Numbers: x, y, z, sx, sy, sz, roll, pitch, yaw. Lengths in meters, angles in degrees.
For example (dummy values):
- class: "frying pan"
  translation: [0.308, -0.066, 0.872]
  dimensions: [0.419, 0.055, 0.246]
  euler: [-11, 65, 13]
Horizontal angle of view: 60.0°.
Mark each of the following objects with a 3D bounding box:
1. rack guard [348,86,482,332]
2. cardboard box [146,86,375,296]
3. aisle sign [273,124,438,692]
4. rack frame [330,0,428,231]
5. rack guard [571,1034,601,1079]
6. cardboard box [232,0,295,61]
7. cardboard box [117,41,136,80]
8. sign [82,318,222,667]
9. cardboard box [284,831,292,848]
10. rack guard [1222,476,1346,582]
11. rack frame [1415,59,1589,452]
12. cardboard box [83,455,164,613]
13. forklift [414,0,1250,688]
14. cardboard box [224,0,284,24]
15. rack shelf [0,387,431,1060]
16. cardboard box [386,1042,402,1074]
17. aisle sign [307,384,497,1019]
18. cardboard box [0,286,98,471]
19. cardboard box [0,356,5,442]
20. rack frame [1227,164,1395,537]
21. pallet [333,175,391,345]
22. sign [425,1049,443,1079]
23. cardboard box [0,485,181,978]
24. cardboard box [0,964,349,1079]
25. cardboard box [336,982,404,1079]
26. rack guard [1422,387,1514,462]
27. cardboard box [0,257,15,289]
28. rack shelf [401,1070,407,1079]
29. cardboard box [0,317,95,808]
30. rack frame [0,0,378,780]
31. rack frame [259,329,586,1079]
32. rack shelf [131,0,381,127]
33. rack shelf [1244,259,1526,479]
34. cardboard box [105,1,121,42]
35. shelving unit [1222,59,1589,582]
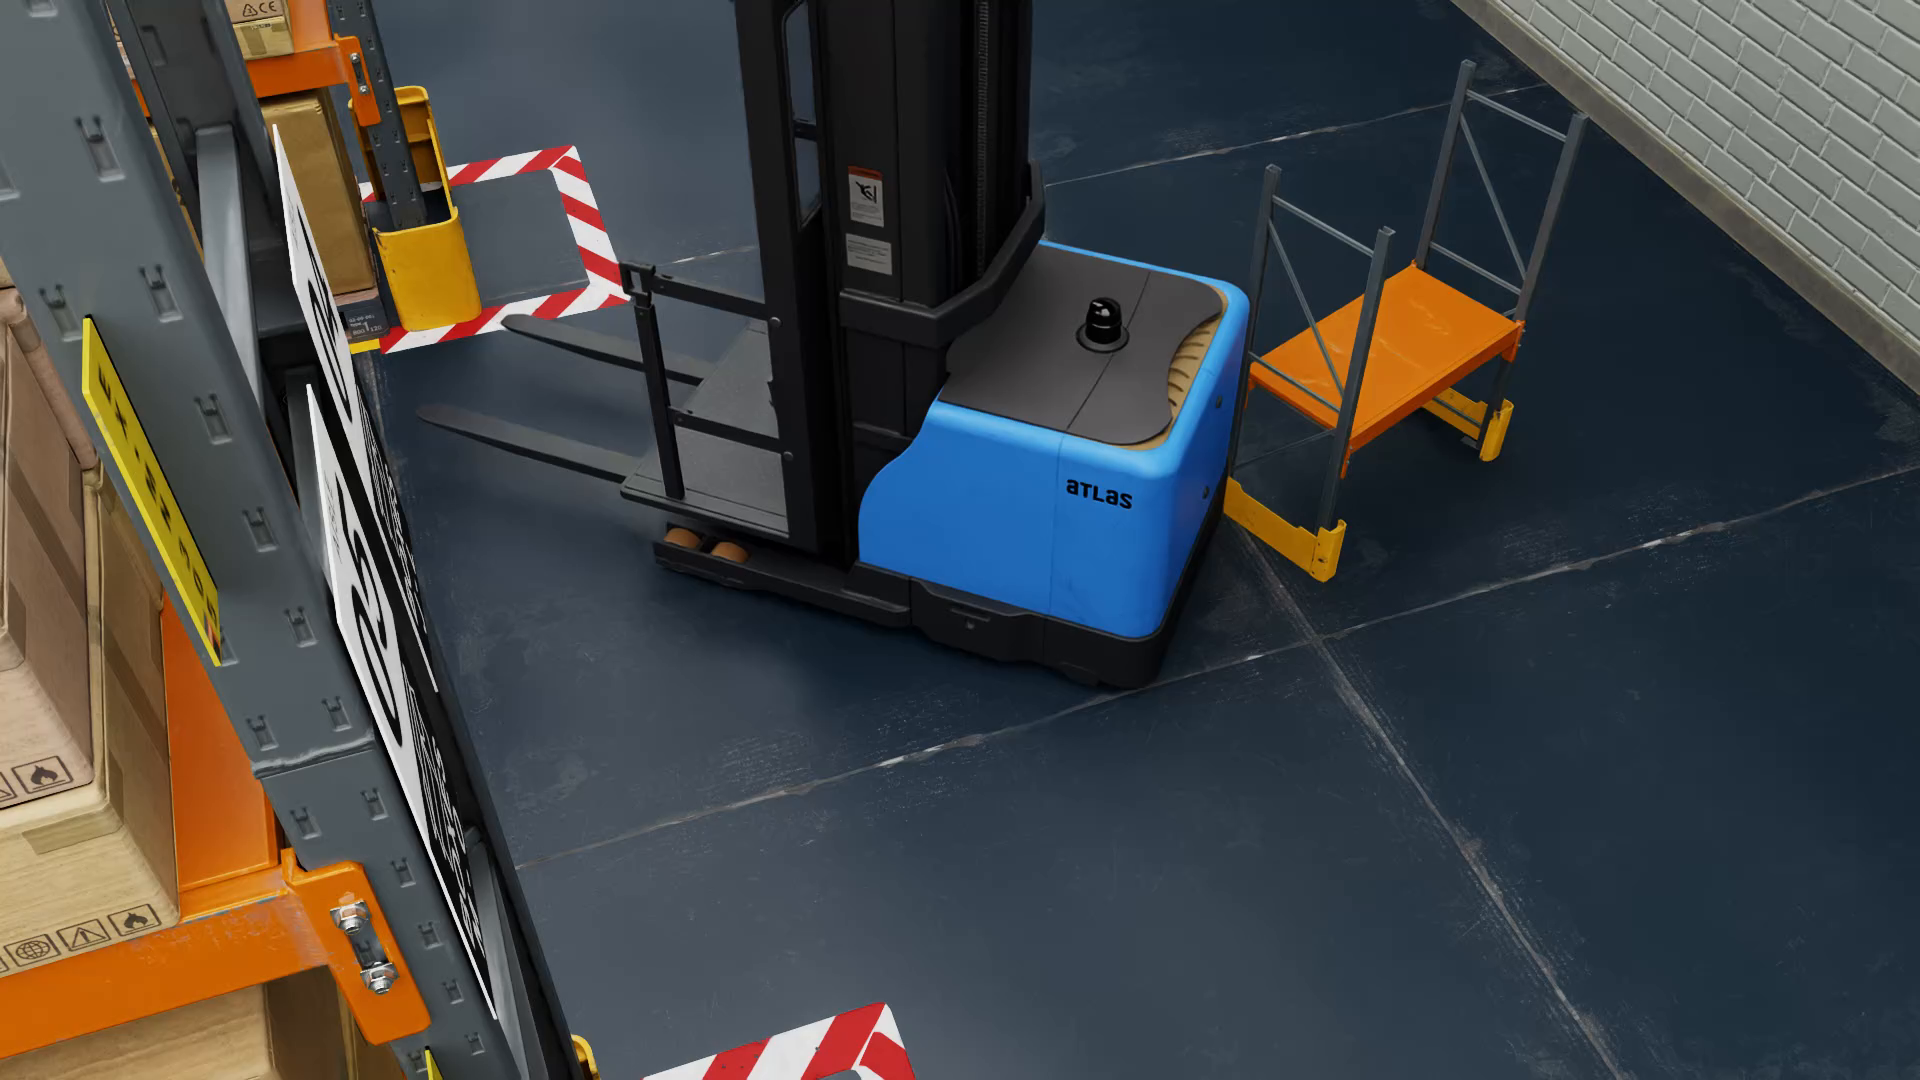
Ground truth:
- class: "rack guard"
  translation: [-2.423, -1.487, 7.379]
  dimensions: [0.348, 0.500, 1.175]
  euler: [-14, 47, -14]
- class: "cardboard box"
  translation: [-3.020, -1.555, 6.885]
  dimensions: [0.875, 0.875, 0.875]
  euler: [-14, 47, -14]
- class: "aisle sign"
  translation: [-0.889, -0.170, 2.466]
  dimensions: [0.004, 0.787, 0.394]
  euler: [-14, 47, -14]
- class: "rack frame"
  translation: [-2.445, -2.364, 6.488]
  dimensions: [0.127, 3.000, 1.000]
  euler: [-14, 47, -14]
- class: "rack guard"
  translation: [-0.928, 1.865, 4.038]
  dimensions: [0.348, 0.500, 1.175]
  euler: [-14, 47, -14]
- class: "cardboard box"
  translation: [-2.668, -1.970, 6.273]
  dimensions: [0.250, 0.149, 0.380]
  euler: [-14, 47, -13]
- class: "cardboard box"
  translation: [-3.150, -1.847, 6.150]
  dimensions: [0.250, 0.149, 0.380]
  euler: [-14, 47, -14]
- class: "sign"
  translation: [-0.687, -0.032, 1.421]
  dimensions: [0.005, 0.325, 0.100]
  euler: [-14, 47, -14]
- class: "cardboard box"
  translation: [-1.369, 0.403, 2.744]
  dimensions: [0.500, 0.500, 0.500]
  euler: [-15, 47, -14]
- class: "rack guard"
  translation: [1.168, -0.105, 6.178]
  dimensions: [0.087, 0.250, 0.587]
  euler: [-32, 53, -28]
- class: "rack frame"
  translation: [1.921, -1.009, 6.196]
  dimensions: [0.032, 1.500, 0.500]
  euler: [-32, 53, -28]
- class: "cardboard box"
  translation: [-1.365, -0.103, 2.223]
  dimensions: [0.500, 0.250, 0.500]
  euler: [-13, 46, -12]
- class: "forklift"
  translation: [-0.581, -1.196, 5.373]
  dimensions: [3.031, 2.935, 1.130]
  euler: [16, 47, 15]
- class: "cardboard box"
  translation: [-2.811, -2.123, 6.144]
  dimensions: [0.500, 0.250, 0.500]
  euler: [-15, 47, -14]
- class: "rack shelf"
  translation: [-2.737, 0.641, 1.884]
  dimensions: [4.000, 0.370, 1.077]
  euler: [-14, 47, -14]
- class: "cardboard box"
  translation: [-1.372, 0.748, 3.106]
  dimensions: [0.500, 0.500, 0.500]
  euler: [-12, 46, -12]
- class: "aisle sign"
  translation: [-0.686, 0.229, 2.068]
  dimensions: [0.004, 0.787, 0.394]
  euler: [-14, 47, -14]
- class: "cardboard box"
  translation: [-1.367, -0.283, 2.049]
  dimensions: [0.500, 0.250, 0.500]
  euler: [-14, 47, -13]
- class: "cardboard box"
  translation: [-1.069, -0.083, 1.568]
  dimensions: [0.250, 0.149, 0.380]
  euler: [-15, 47, -14]
- class: "rack frame"
  translation: [1.153, -0.537, 5.726]
  dimensions: [0.032, 1.500, 0.500]
  euler: [-32, 53, -28]
- class: "pallet"
  translation: [-3.171, -1.135, 7.232]
  dimensions: [1.213, 0.211, 1.003]
  euler: [-14, 47, -14]
- class: "sign"
  translation: [-0.687, 0.819, 2.275]
  dimensions: [0.005, 0.325, 0.100]
  euler: [-14, 47, -14]
- class: "cardboard box"
  translation: [-1.194, 0.245, 1.877]
  dimensions: [0.500, 0.250, 0.500]
  euler: [-15, 47, -15]
- class: "cardboard box"
  translation: [-1.202, 0.747, 2.401]
  dimensions: [0.500, 0.500, 0.500]
  euler: [-15, 47, -15]
- class: "cardboard box"
  translation: [-1.191, 1.104, 2.751]
  dimensions: [0.500, 0.500, 0.500]
  euler: [-13, 47, -13]
- class: "rack guard"
  translation: [1.920, -0.567, 6.638]
  dimensions: [0.087, 0.250, 0.587]
  euler: [-32, 53, -28]
- class: "cardboard box"
  translation: [-1.238, -0.432, 1.917]
  dimensions: [0.250, 0.149, 0.380]
  euler: [-15, 47, -14]
- class: "rack shelf"
  translation: [-2.737, 1.700, 2.946]
  dimensions: [4.000, 0.370, 1.077]
  euler: [-14, 47, -14]
- class: "cardboard box"
  translation: [-1.203, 0.063, 1.705]
  dimensions: [0.500, 0.250, 0.500]
  euler: [-16, 47, -15]
- class: "rack frame"
  translation: [-0.856, -1.153, 1.046]
  dimensions: [0.127, 3.000, 1.000]
  euler: [-14, 47, -14]
- class: "rack frame"
  translation: [-0.856, 0.965, 3.171]
  dimensions: [0.127, 3.000, 1.000]
  euler: [-14, 47, -14]
- class: "rack shelf"
  translation: [-4.326, -1.629, 6.264]
  dimensions: [4.000, 0.370, 1.077]
  euler: [-14, 47, -14]
- class: "rack shelf"
  translation: [1.537, -0.646, 6.089]
  dimensions: [1.000, 0.185, 0.538]
  euler: [-32, 53, -28]
- class: "cardboard box"
  translation: [-3.288, -2.001, 6.022]
  dimensions: [0.500, 0.250, 0.500]
  euler: [-15, 47, -15]
- class: "shelving unit"
  translation: [1.544, -0.777, 5.965]
  dimensions: [1.083, 1.500, 0.587]
  euler: [-32, 53, -28]
